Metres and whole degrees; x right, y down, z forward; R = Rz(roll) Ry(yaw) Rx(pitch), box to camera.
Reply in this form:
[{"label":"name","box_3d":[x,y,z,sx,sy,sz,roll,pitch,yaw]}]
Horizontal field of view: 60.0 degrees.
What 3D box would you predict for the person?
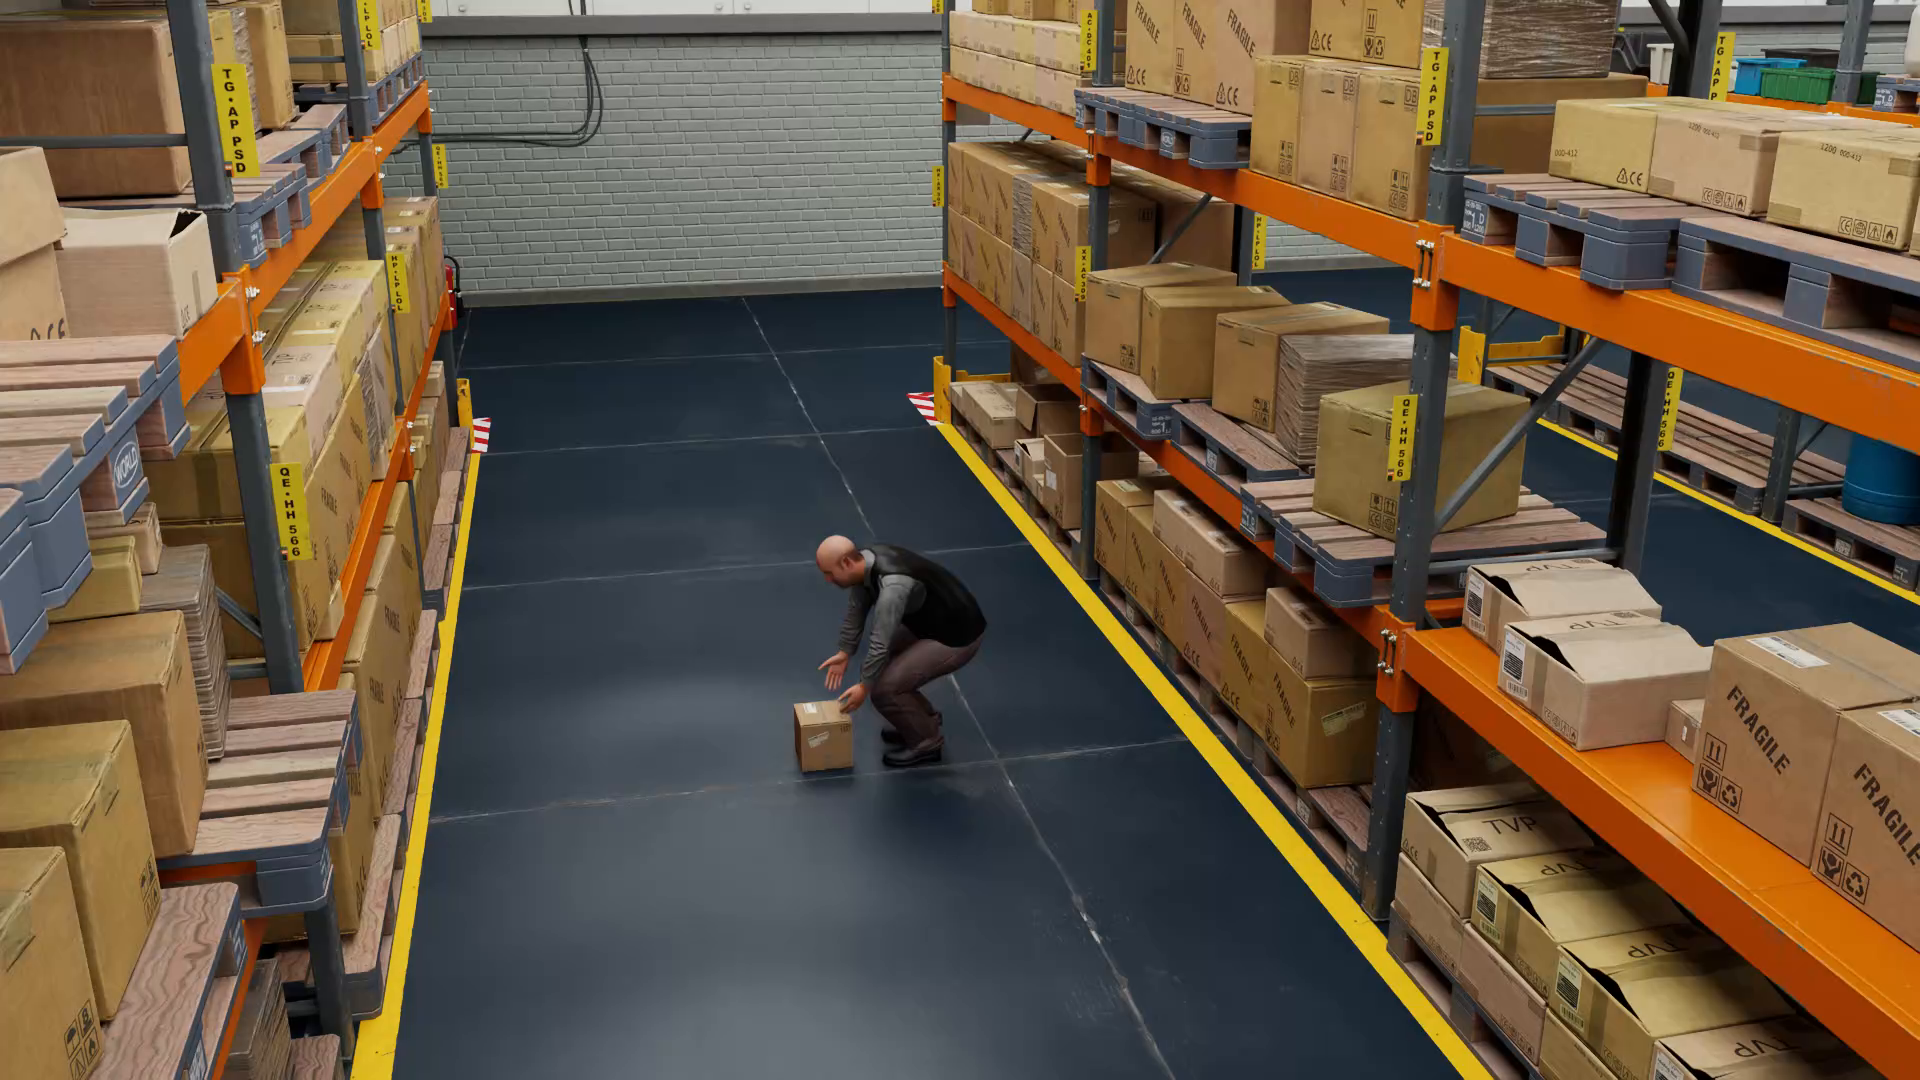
[{"label":"person","box_3d":[-0.288,0.530,8.028,0.830,1.111,0.564,-5,20,-13]}]
